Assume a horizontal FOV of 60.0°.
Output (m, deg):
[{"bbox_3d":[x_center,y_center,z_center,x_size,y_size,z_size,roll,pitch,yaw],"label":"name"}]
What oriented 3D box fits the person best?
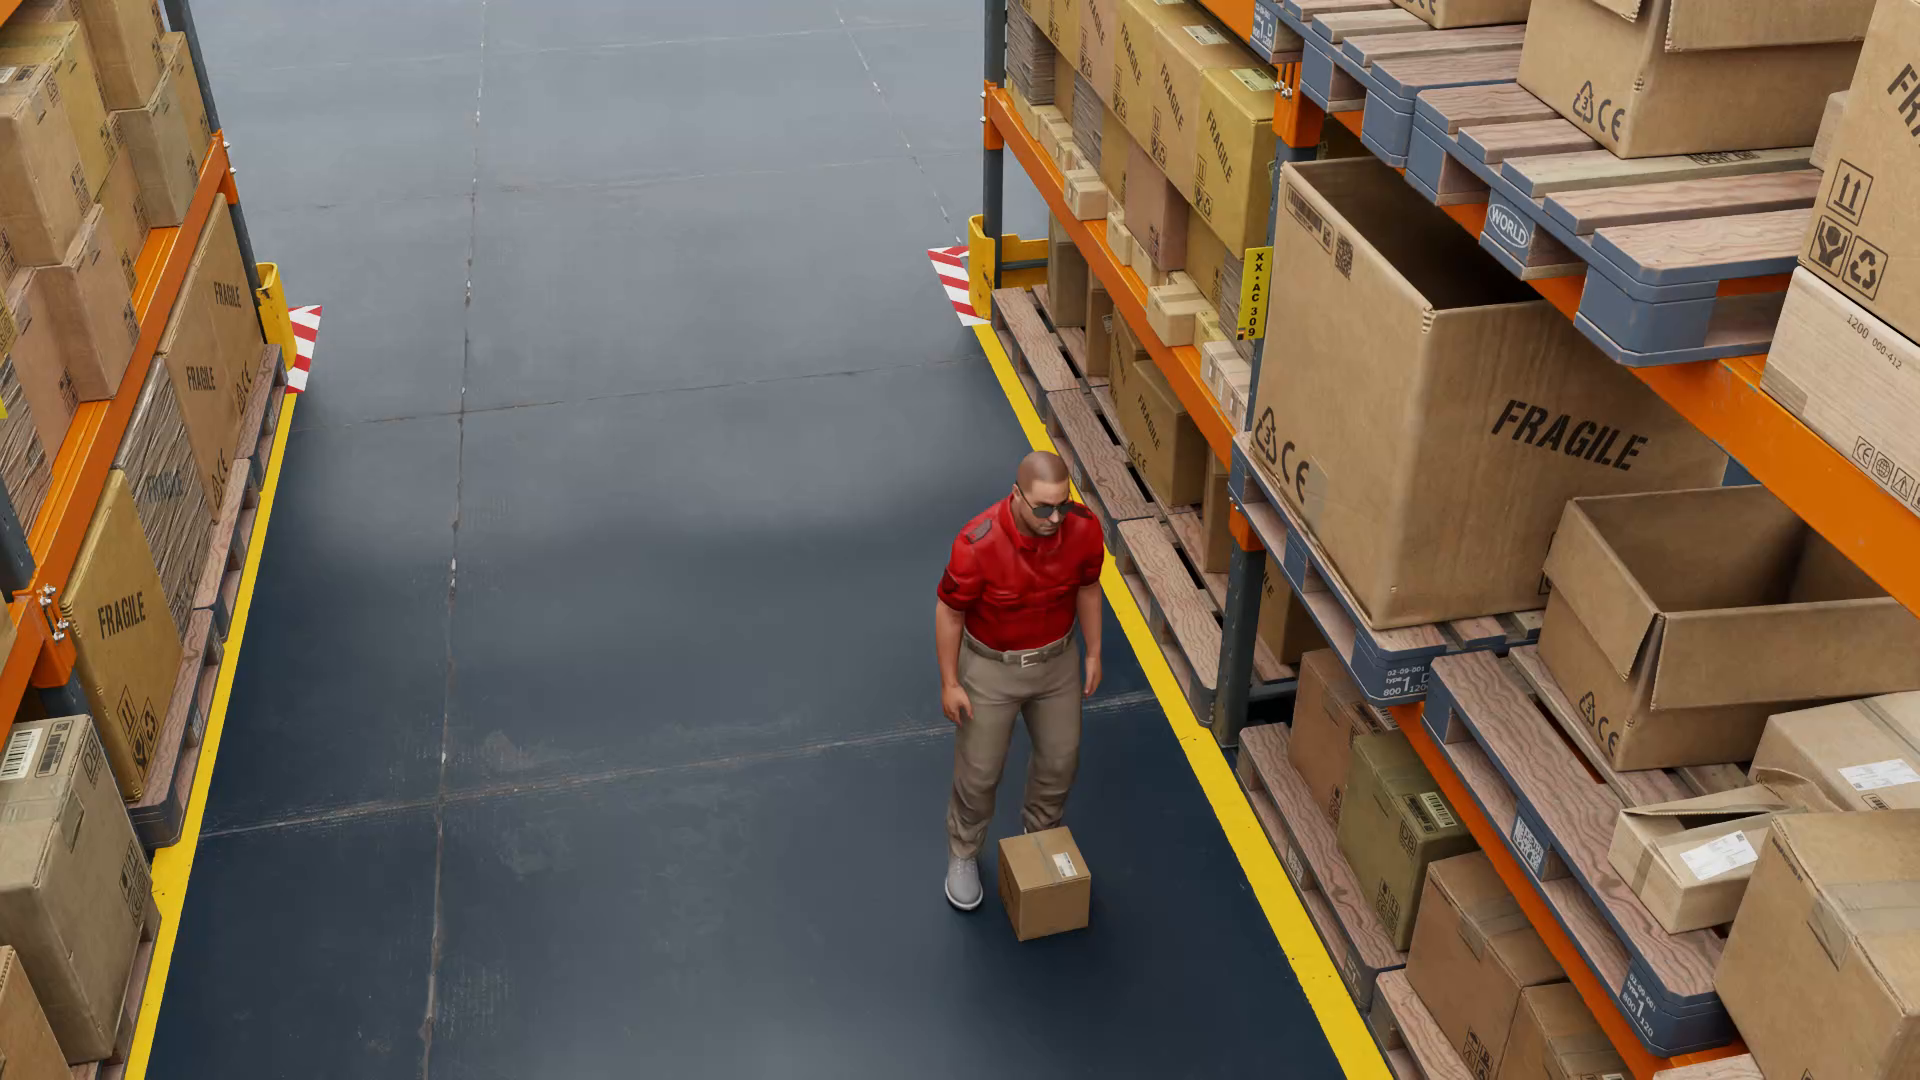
[{"bbox_3d":[0.203,0.437,5.511,0.598,1.725,0.396,-11,36,-16],"label":"person"}]
